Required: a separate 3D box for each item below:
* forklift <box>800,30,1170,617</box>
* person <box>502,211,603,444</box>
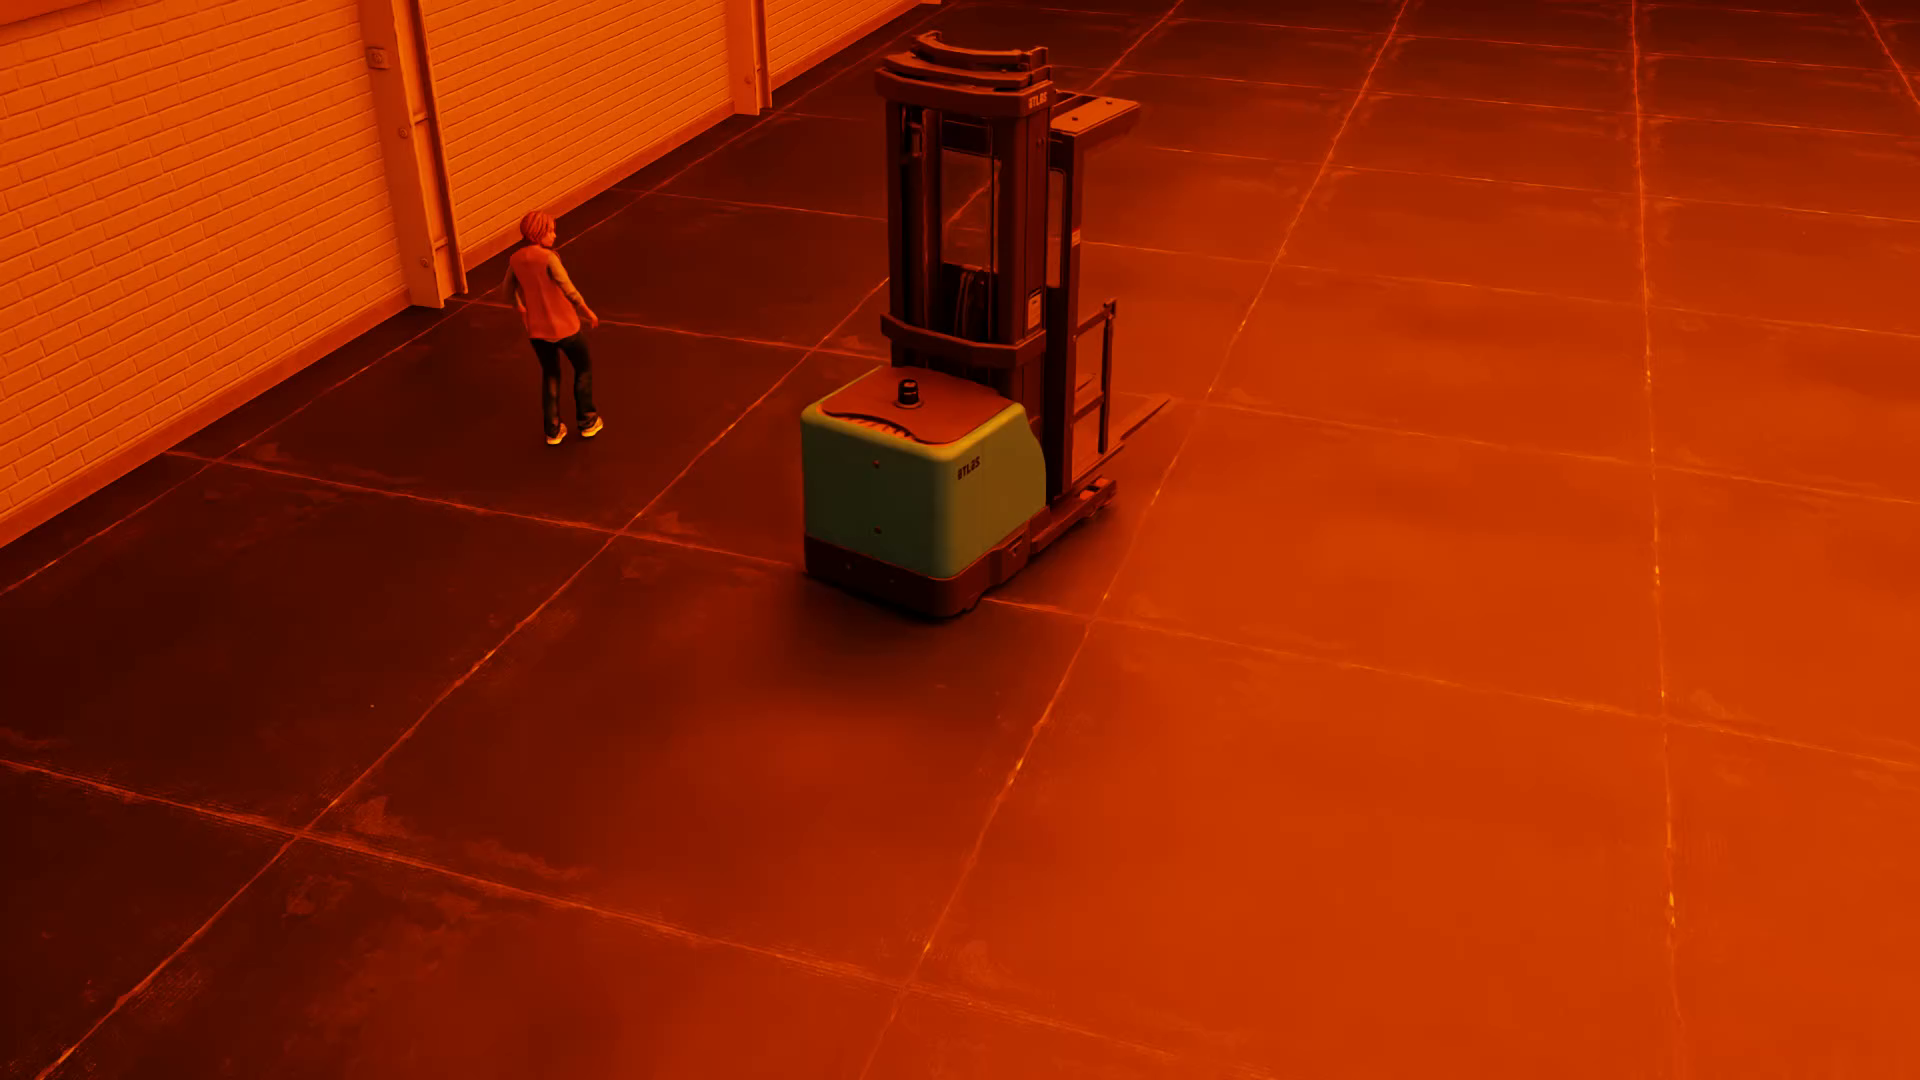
[{"bbox_3d":[0.328,-1.532,9.824,1.130,2.935,3.031,18,34,29],"label":"forklift"},{"bbox_3d":[-2.687,-1.397,10.984,0.611,1.559,0.446,8,31,14],"label":"person"}]
